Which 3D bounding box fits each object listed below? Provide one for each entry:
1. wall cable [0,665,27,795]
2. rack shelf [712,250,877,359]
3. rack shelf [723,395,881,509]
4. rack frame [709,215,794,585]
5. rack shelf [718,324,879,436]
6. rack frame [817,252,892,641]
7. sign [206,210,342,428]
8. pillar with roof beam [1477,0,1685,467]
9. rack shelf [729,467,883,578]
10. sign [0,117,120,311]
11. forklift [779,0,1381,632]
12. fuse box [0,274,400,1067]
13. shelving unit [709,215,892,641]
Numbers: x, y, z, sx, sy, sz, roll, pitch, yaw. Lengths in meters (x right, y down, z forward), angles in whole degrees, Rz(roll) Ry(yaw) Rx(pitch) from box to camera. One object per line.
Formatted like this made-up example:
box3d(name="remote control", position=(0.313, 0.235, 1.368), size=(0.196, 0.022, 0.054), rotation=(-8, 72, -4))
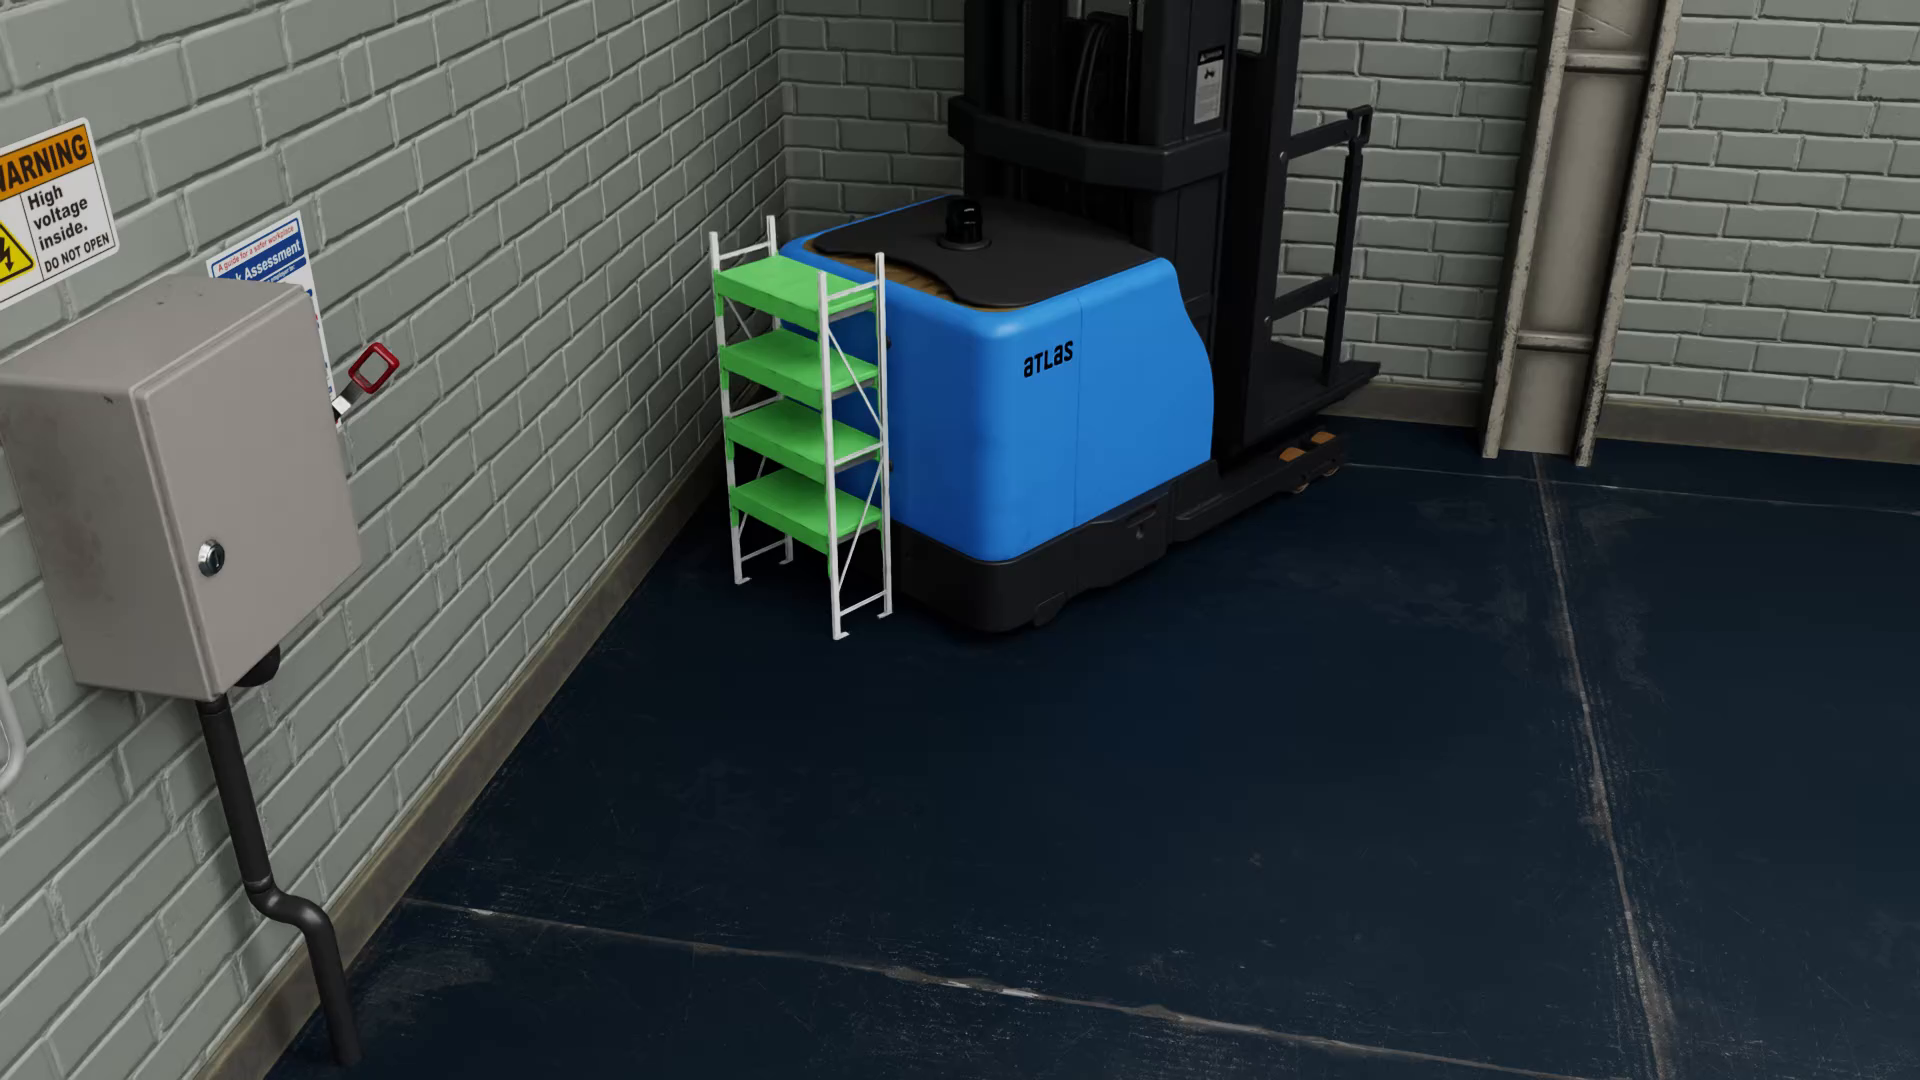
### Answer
box3d(name="wall cable", position=(-1.610, -0.326, 2.163), size=(0.122, 1.984, 0.588), rotation=(6, 29, 11))
box3d(name="rack shelf", position=(-0.480, -0.702, 4.917), size=(0.480, 0.148, 0.258), rotation=(26, 38, 38))
box3d(name="rack shelf", position=(-0.480, -0.281, 5.147), size=(0.480, 0.148, 0.258), rotation=(26, 38, 38))
box3d(name="rack frame", position=(-0.653, -0.420, 5.267), size=(0.015, 1.200, 0.240), rotation=(26, 38, 38))
box3d(name="rack shelf", position=(-0.480, -0.492, 5.032), size=(0.480, 0.148, 0.258), rotation=(26, 38, 38))
box3d(name="rack frame", position=(-0.307, -0.255, 4.965), size=(0.015, 1.200, 0.240), rotation=(26, 38, 38))
box3d(name="sign", position=(-1.413, -0.396, 3.448), size=(0.001, 0.494, 0.329), rotation=(6, 29, 11))
box3d(name="pillar with roof beam", position=(1.310, -2.293, 0.568), size=(0.400, 9.000, 9.100), rotation=(6, 29, 11))
box3d(name="rack shelf", position=(-0.480, -0.071, 5.262), size=(0.480, 0.148, 0.258), rotation=(26, 38, 38))
box3d(name="sign", position=(-1.528, -0.542, 2.756), size=(0.001, 0.242, 0.339), rotation=(6, 29, 11))
box3d(name="forklift", position=(0.800, -1.611, 5.641), size=(1.130, 2.935, 3.031), rotation=(26, 38, 38))
box3d(name="fuse box", position=(-1.314, 0.380, 3.273), size=(0.414, 1.711, 0.539), rotation=(6, 29, 11))
box3d(name="shelving unit", position=(-0.480, -0.337, 5.116), size=(0.503, 1.200, 0.258), rotation=(26, 38, 38))
